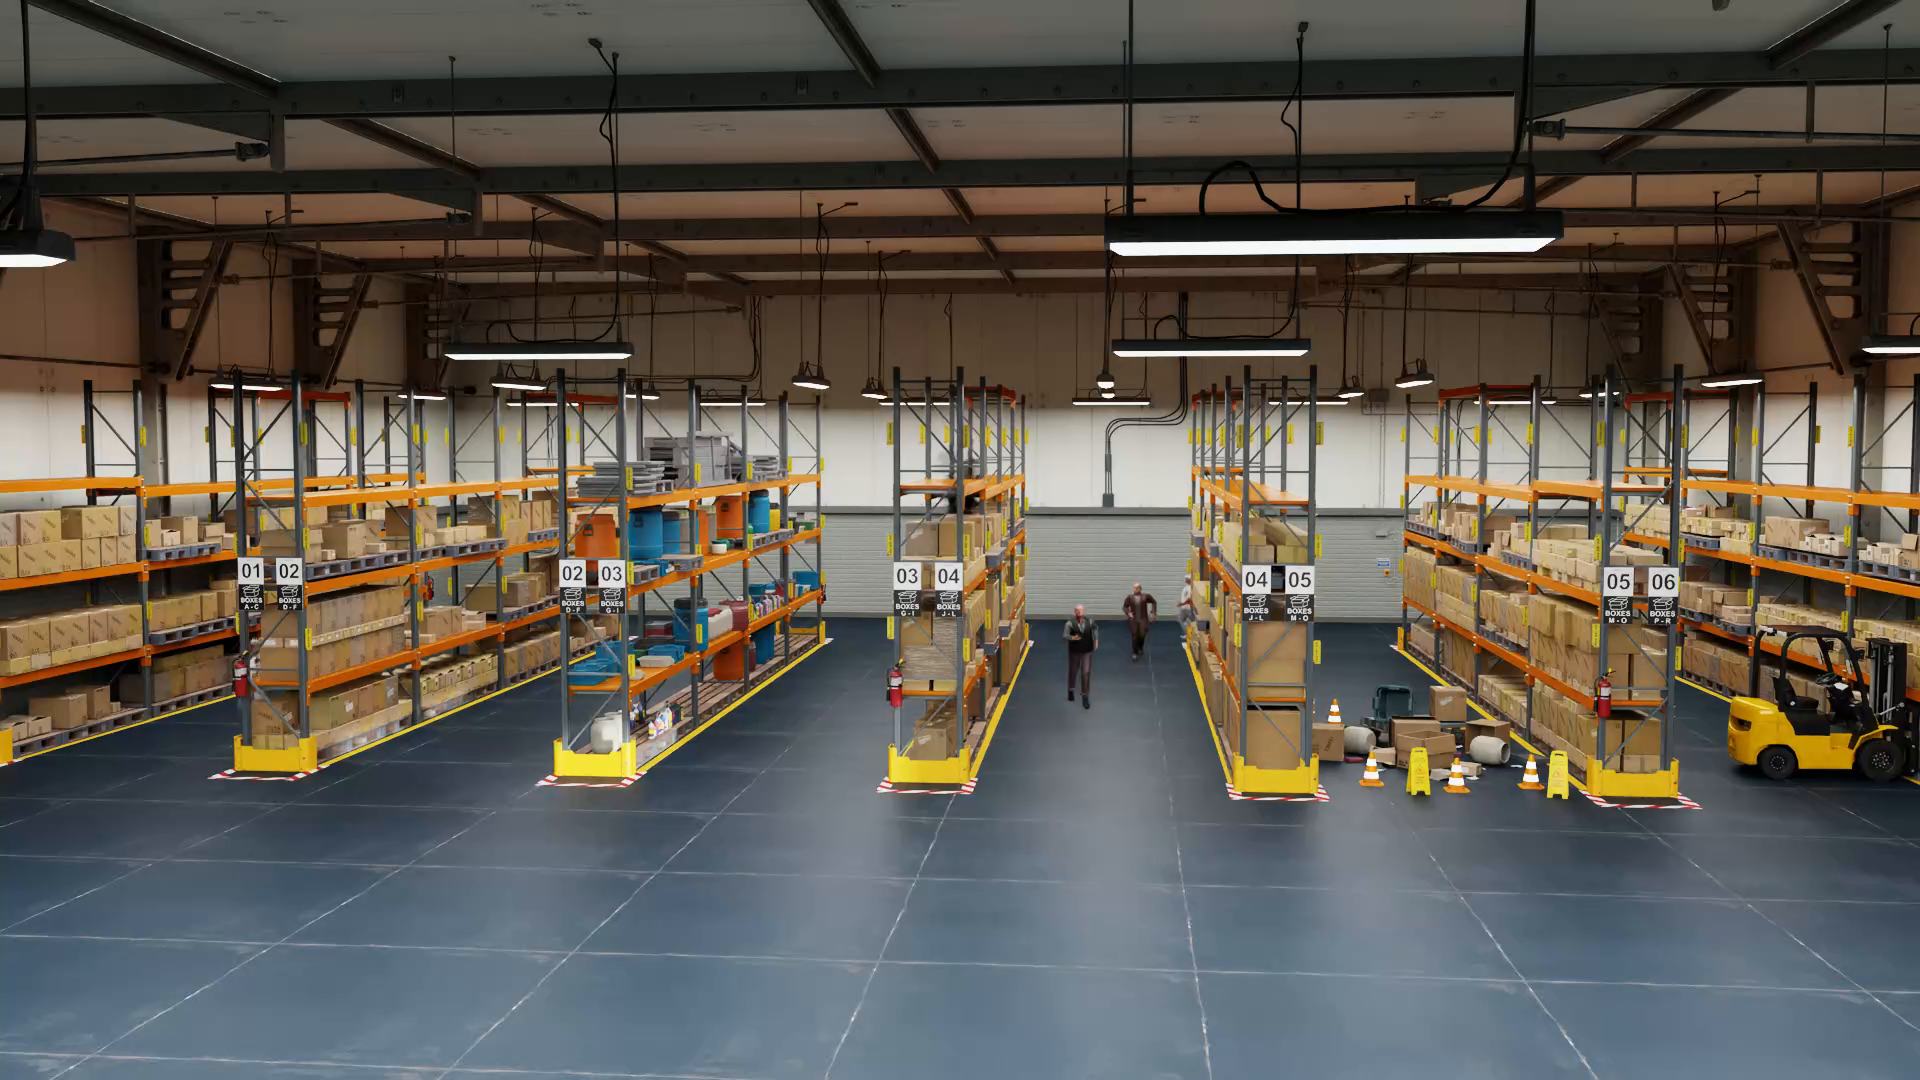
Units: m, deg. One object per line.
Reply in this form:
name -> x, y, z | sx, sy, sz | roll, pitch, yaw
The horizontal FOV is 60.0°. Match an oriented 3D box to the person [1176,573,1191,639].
person -> 5.541, 1.624, 40.821 | 0.559, 1.680, 0.758 | 2, 4, 23

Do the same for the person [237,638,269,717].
person -> -11.713, 2.462, 27.634 | 0.663, 1.664, 0.593 | 0, 4, 7

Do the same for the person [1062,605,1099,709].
person -> 2.127, 2.035, 29.374 | 0.664, 1.801, 0.850 | 0, 4, -2

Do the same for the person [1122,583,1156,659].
person -> 3.996, 1.863, 37.197 | 0.727, 1.659, 0.765 | 1, 4, 11

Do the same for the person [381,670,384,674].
person -> -11.428, 2.156, 32.507 | 0.578, 1.757, 0.732 | 0, 4, 3
